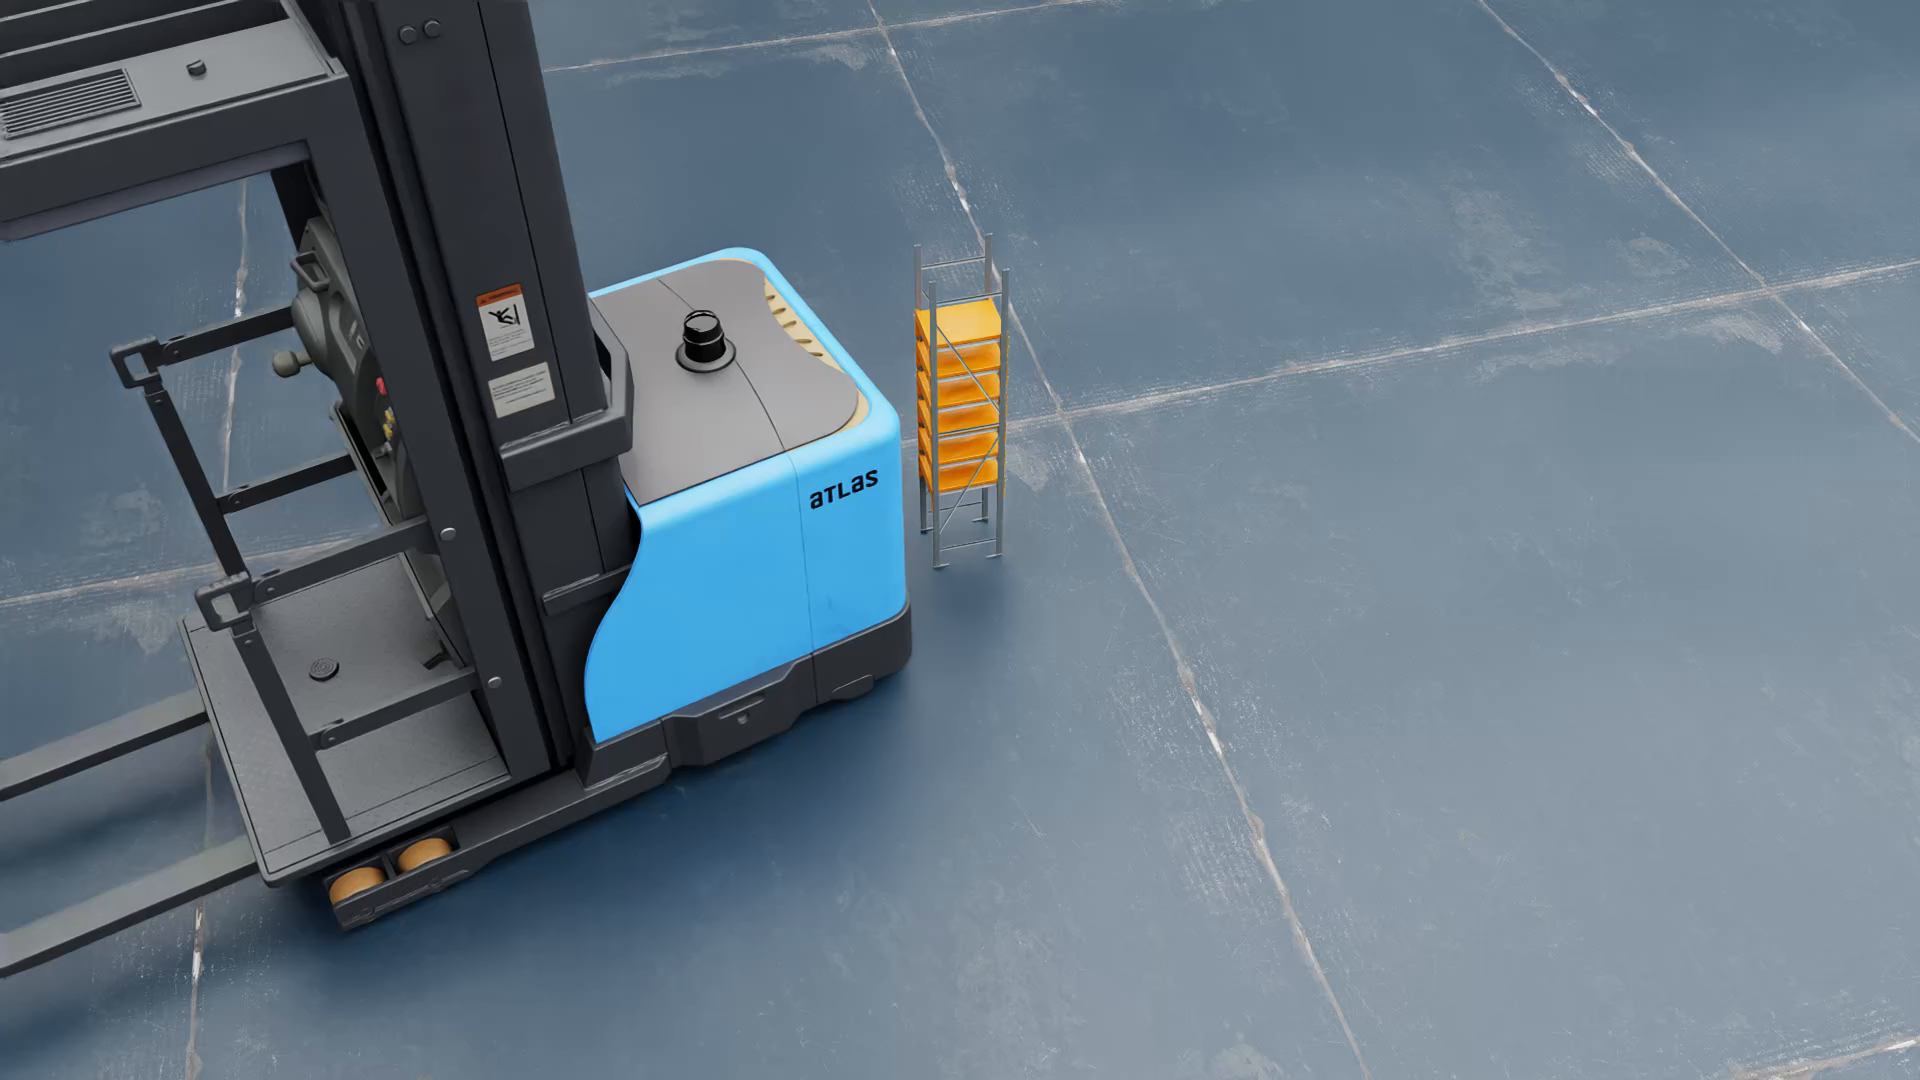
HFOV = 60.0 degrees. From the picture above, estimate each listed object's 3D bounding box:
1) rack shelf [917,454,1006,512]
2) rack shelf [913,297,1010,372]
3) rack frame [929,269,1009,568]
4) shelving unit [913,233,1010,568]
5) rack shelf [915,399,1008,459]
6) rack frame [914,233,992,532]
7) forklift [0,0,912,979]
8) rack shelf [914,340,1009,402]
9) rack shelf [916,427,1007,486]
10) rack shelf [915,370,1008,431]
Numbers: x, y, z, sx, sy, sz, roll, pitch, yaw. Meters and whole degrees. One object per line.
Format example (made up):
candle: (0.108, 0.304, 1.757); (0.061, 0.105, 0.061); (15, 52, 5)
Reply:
rack shelf: (0.004, -0.211, 5.515); (0.258, 0.103, 0.180); (-11, 47, -10)
rack shelf: (0.004, -0.631, 5.086); (0.258, 0.103, 0.180); (-11, 47, -10)
rack frame: (0.027, -0.347, 5.250); (0.240, 1.200, 0.006); (-11, 47, -10)
shelving unit: (0.004, -0.410, 5.312); (0.258, 1.200, 0.189); (-11, 47, -10)
rack shelf: (0.004, -0.379, 5.343); (0.258, 0.103, 0.180); (-11, 47, -10)
rack frame: (-0.020, -0.473, 5.374); (0.240, 1.200, 0.006); (-11, 47, -10)
forklift: (-1.686, -0.379, 4.069); (3.031, 2.935, 1.130); (-23, 50, -21)
rack shelf: (0.004, -0.547, 5.172); (0.258, 0.103, 0.180); (-11, 47, -10)
rack shelf: (0.004, -0.295, 5.429); (0.258, 0.103, 0.180); (-11, 47, -10)
rack shelf: (0.004, -0.463, 5.258); (0.258, 0.103, 0.180); (-11, 47, -10)
